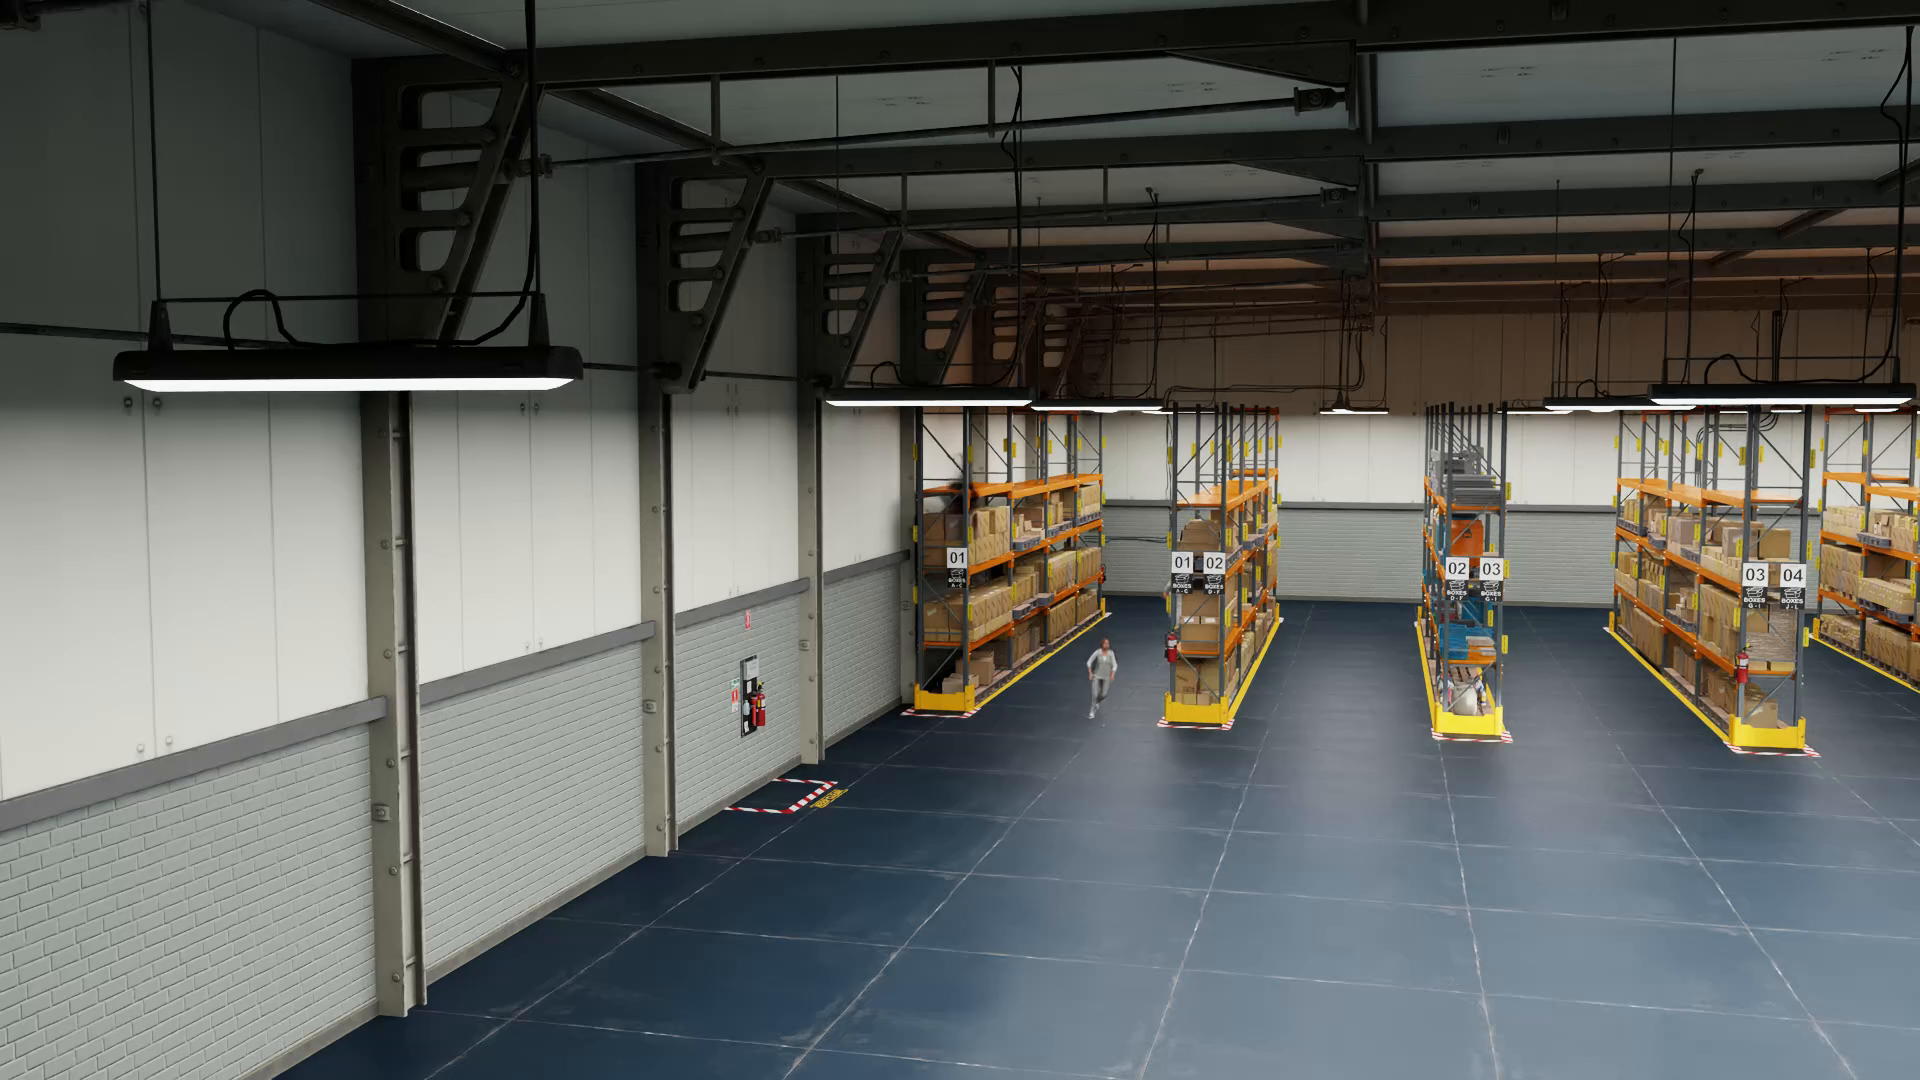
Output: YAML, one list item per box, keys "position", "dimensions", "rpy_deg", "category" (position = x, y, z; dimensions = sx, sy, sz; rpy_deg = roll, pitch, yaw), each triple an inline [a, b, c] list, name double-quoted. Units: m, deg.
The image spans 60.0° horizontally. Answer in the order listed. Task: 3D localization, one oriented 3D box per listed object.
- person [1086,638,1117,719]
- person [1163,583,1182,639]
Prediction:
- position: [2.698, 2.633, 31.632]
  dimensions: [0.589, 1.522, 0.497]
  rpy_deg: [0, 4, -4]
  category: "person"
- position: [5.590, 1.686, 43.067]
  dimensions: [0.659, 1.722, 0.589]
  rpy_deg: [0, 4, 5]
  category: "person"
